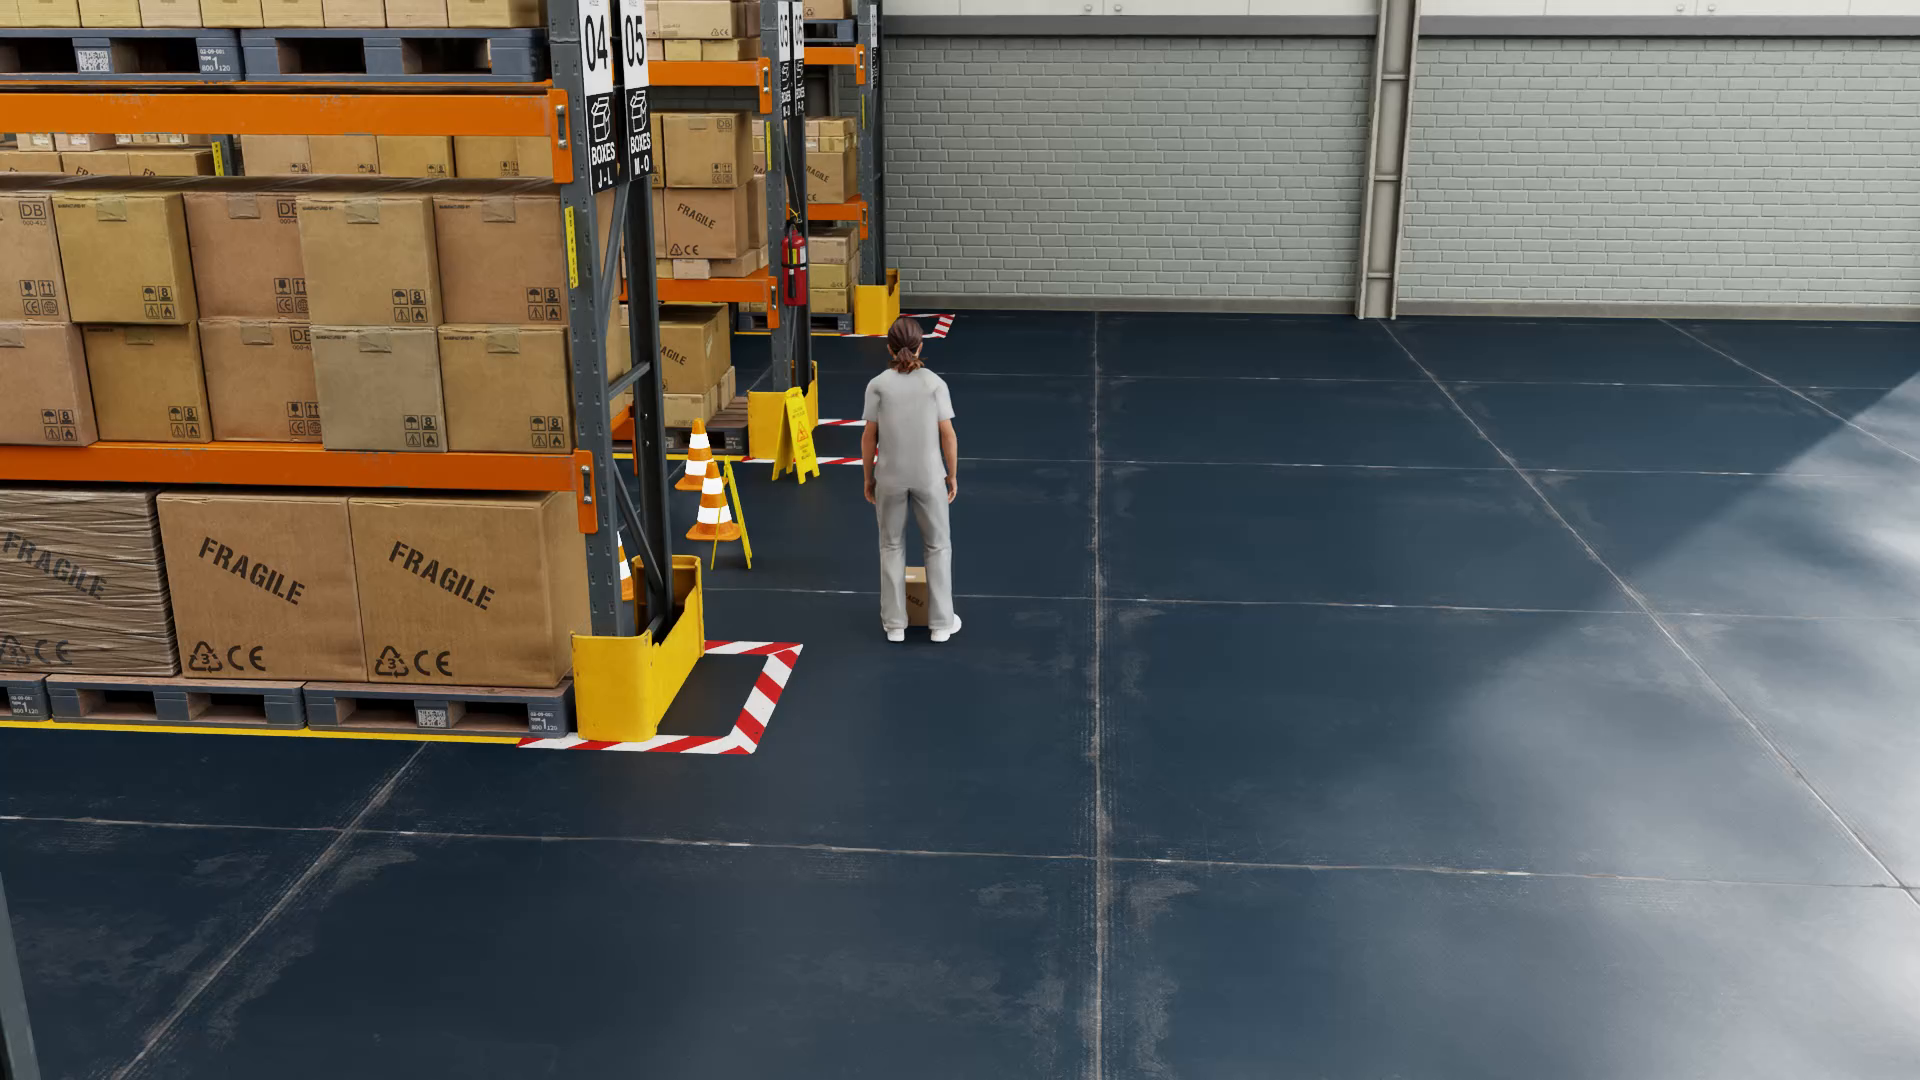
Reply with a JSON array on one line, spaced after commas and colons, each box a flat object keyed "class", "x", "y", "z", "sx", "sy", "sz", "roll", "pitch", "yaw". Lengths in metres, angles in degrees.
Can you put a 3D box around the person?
[{"class": "person", "x": -0.248, "y": -0.298, "z": 8.496, "sx": 0.504, "sy": 1.671, "sz": 0.359, "roll": 0, "pitch": 18, "yaw": 1}]
